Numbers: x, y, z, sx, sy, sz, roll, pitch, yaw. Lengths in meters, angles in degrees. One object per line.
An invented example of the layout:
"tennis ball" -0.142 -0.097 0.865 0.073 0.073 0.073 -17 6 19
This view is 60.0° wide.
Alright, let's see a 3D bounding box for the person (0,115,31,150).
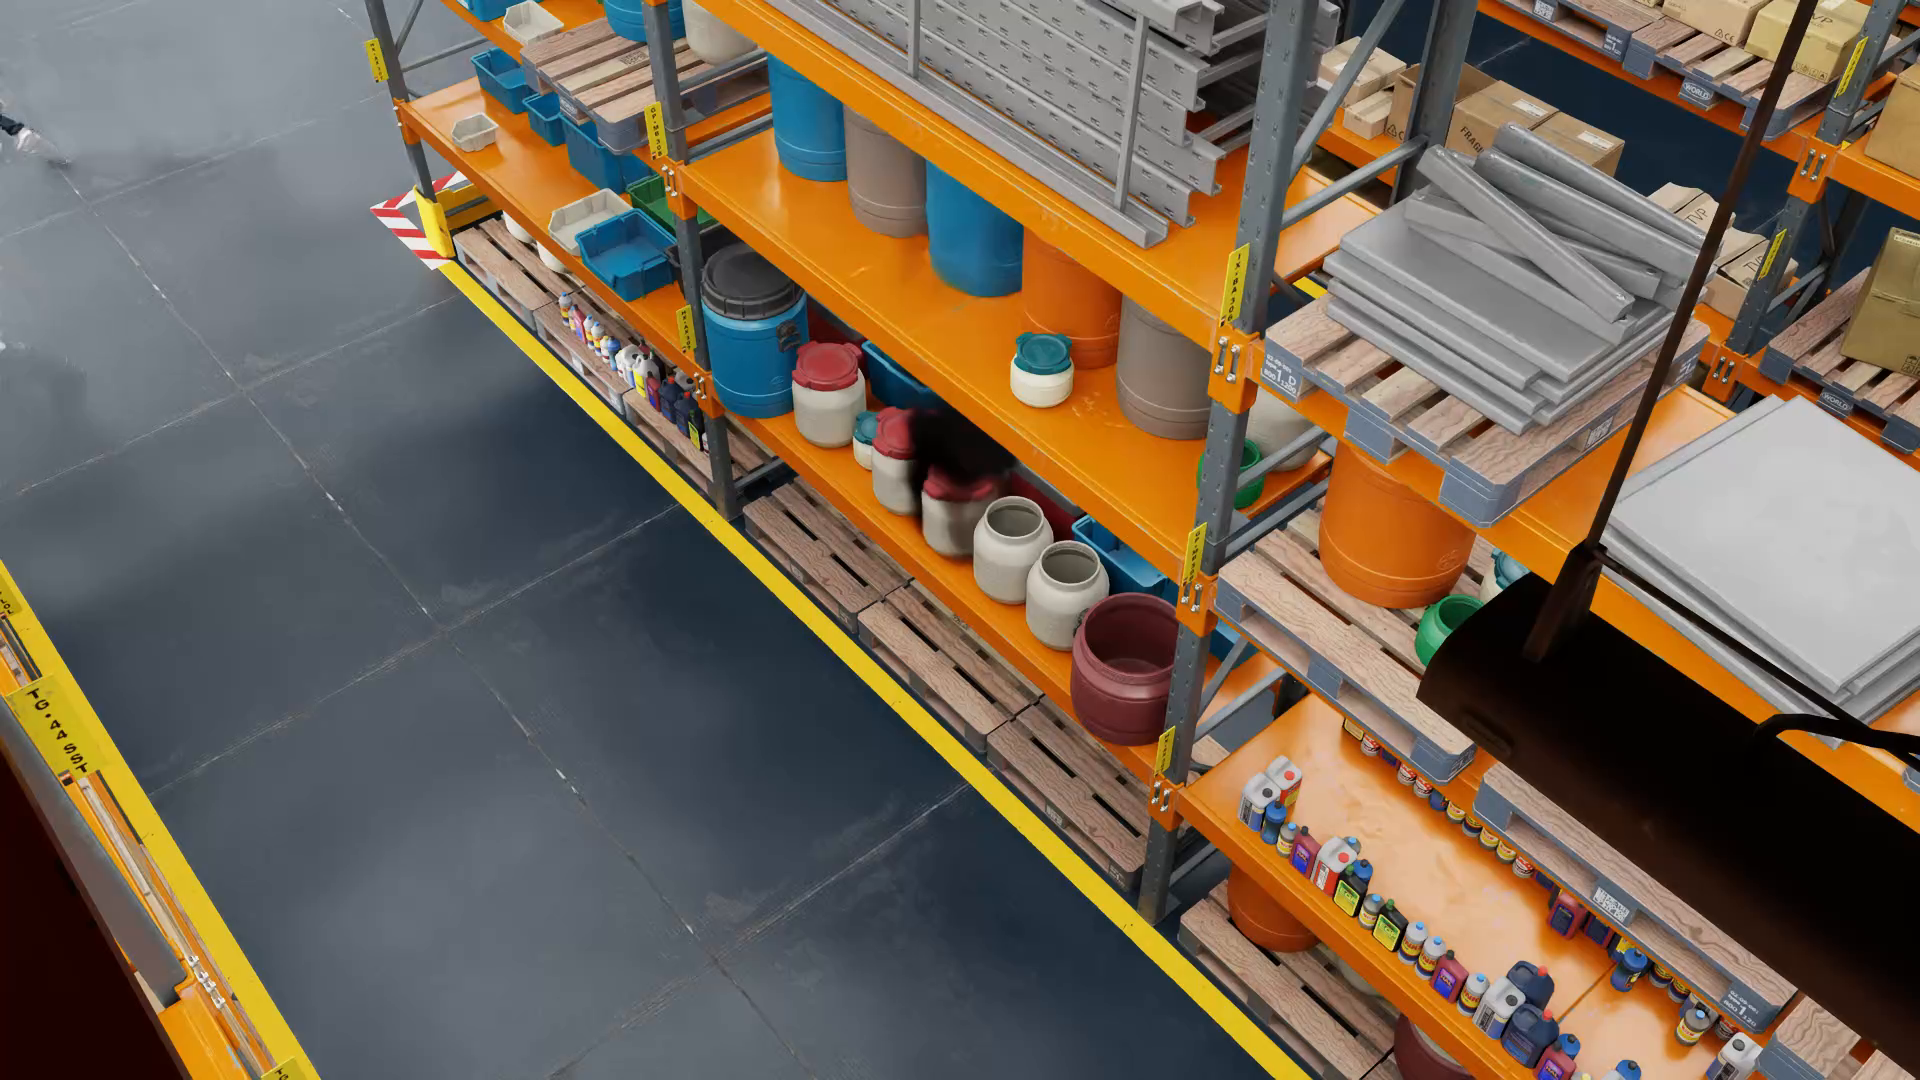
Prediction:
"person" -8.174 -3.677 13.450 0.915 1.547 0.571 -3 47 -3
